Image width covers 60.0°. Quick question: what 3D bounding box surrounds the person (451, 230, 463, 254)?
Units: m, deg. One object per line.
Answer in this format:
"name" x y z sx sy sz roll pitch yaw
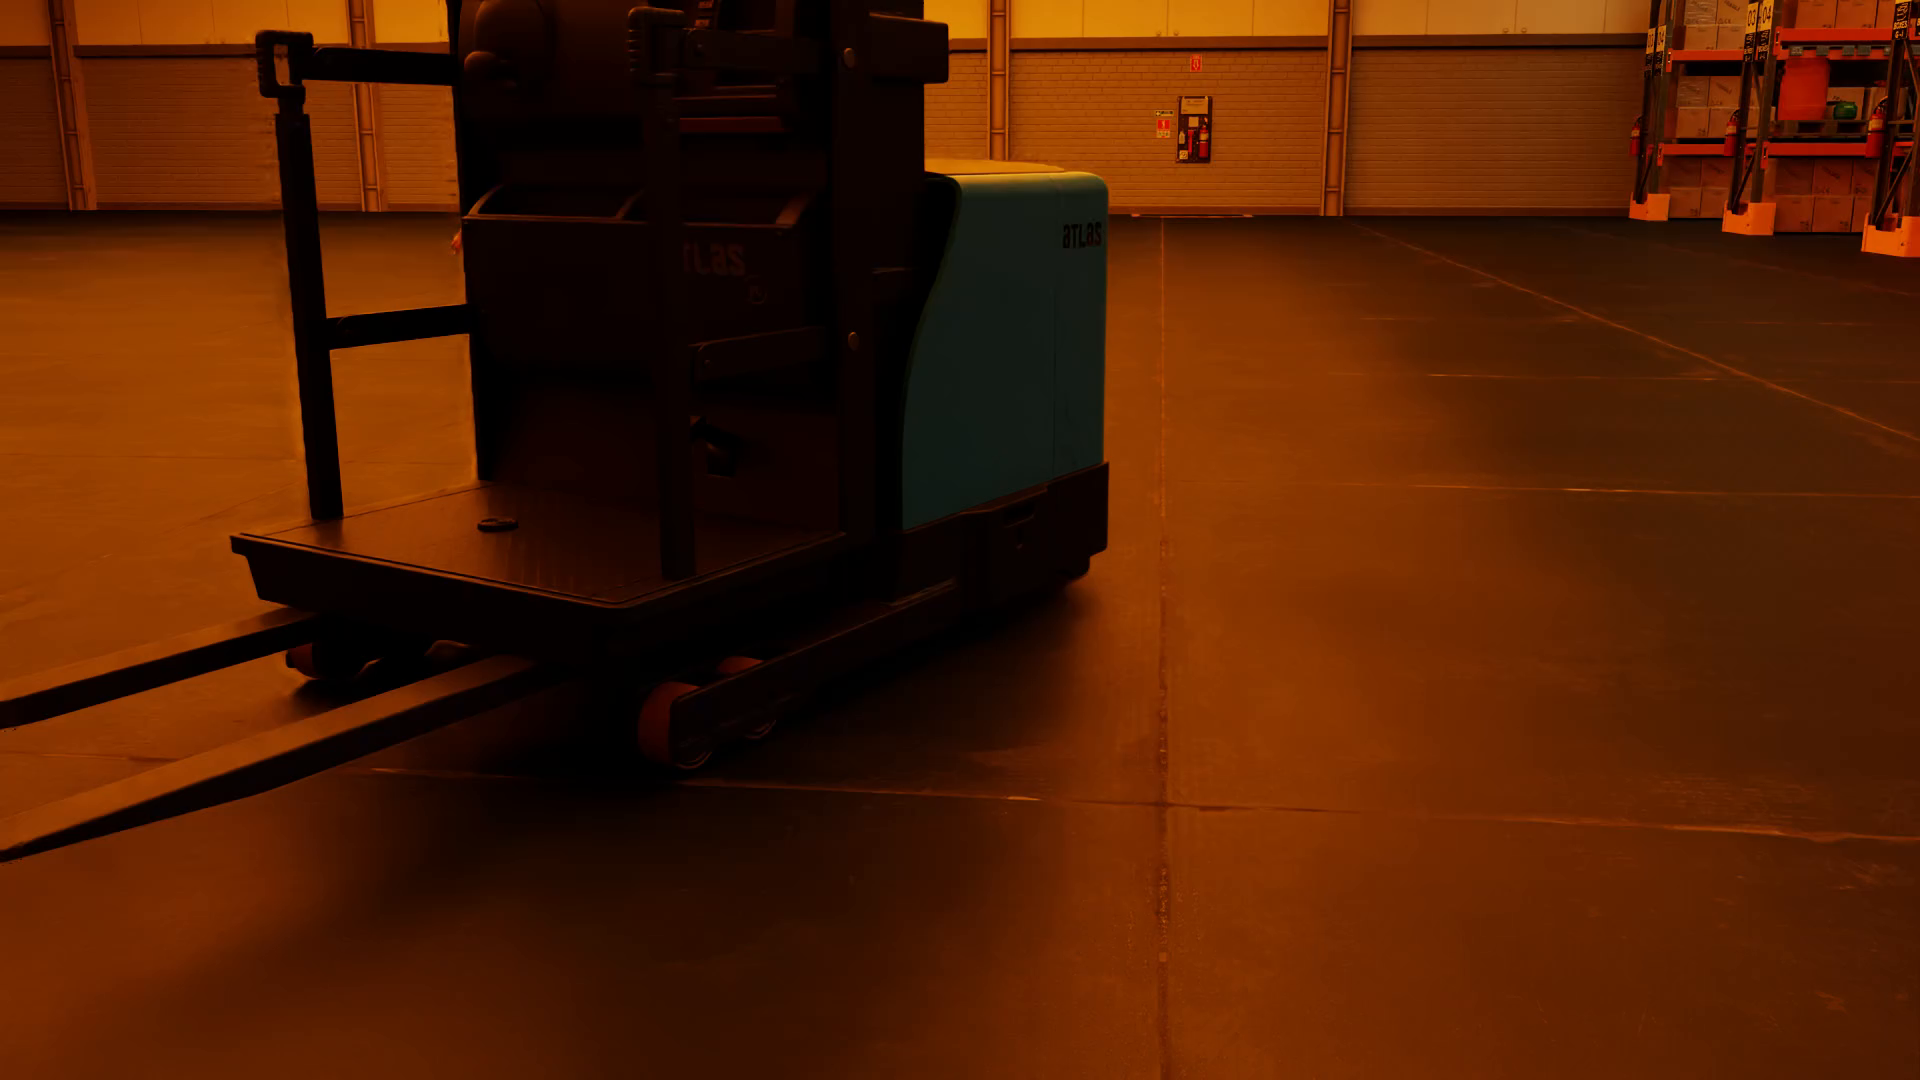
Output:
"person" -0.998 -0.744 4.568 0.857 1.564 0.764 -2 13 -9

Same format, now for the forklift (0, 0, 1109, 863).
"forklift" -0.800 -1.117 3.286 1.130 2.935 3.031 8 15 31
